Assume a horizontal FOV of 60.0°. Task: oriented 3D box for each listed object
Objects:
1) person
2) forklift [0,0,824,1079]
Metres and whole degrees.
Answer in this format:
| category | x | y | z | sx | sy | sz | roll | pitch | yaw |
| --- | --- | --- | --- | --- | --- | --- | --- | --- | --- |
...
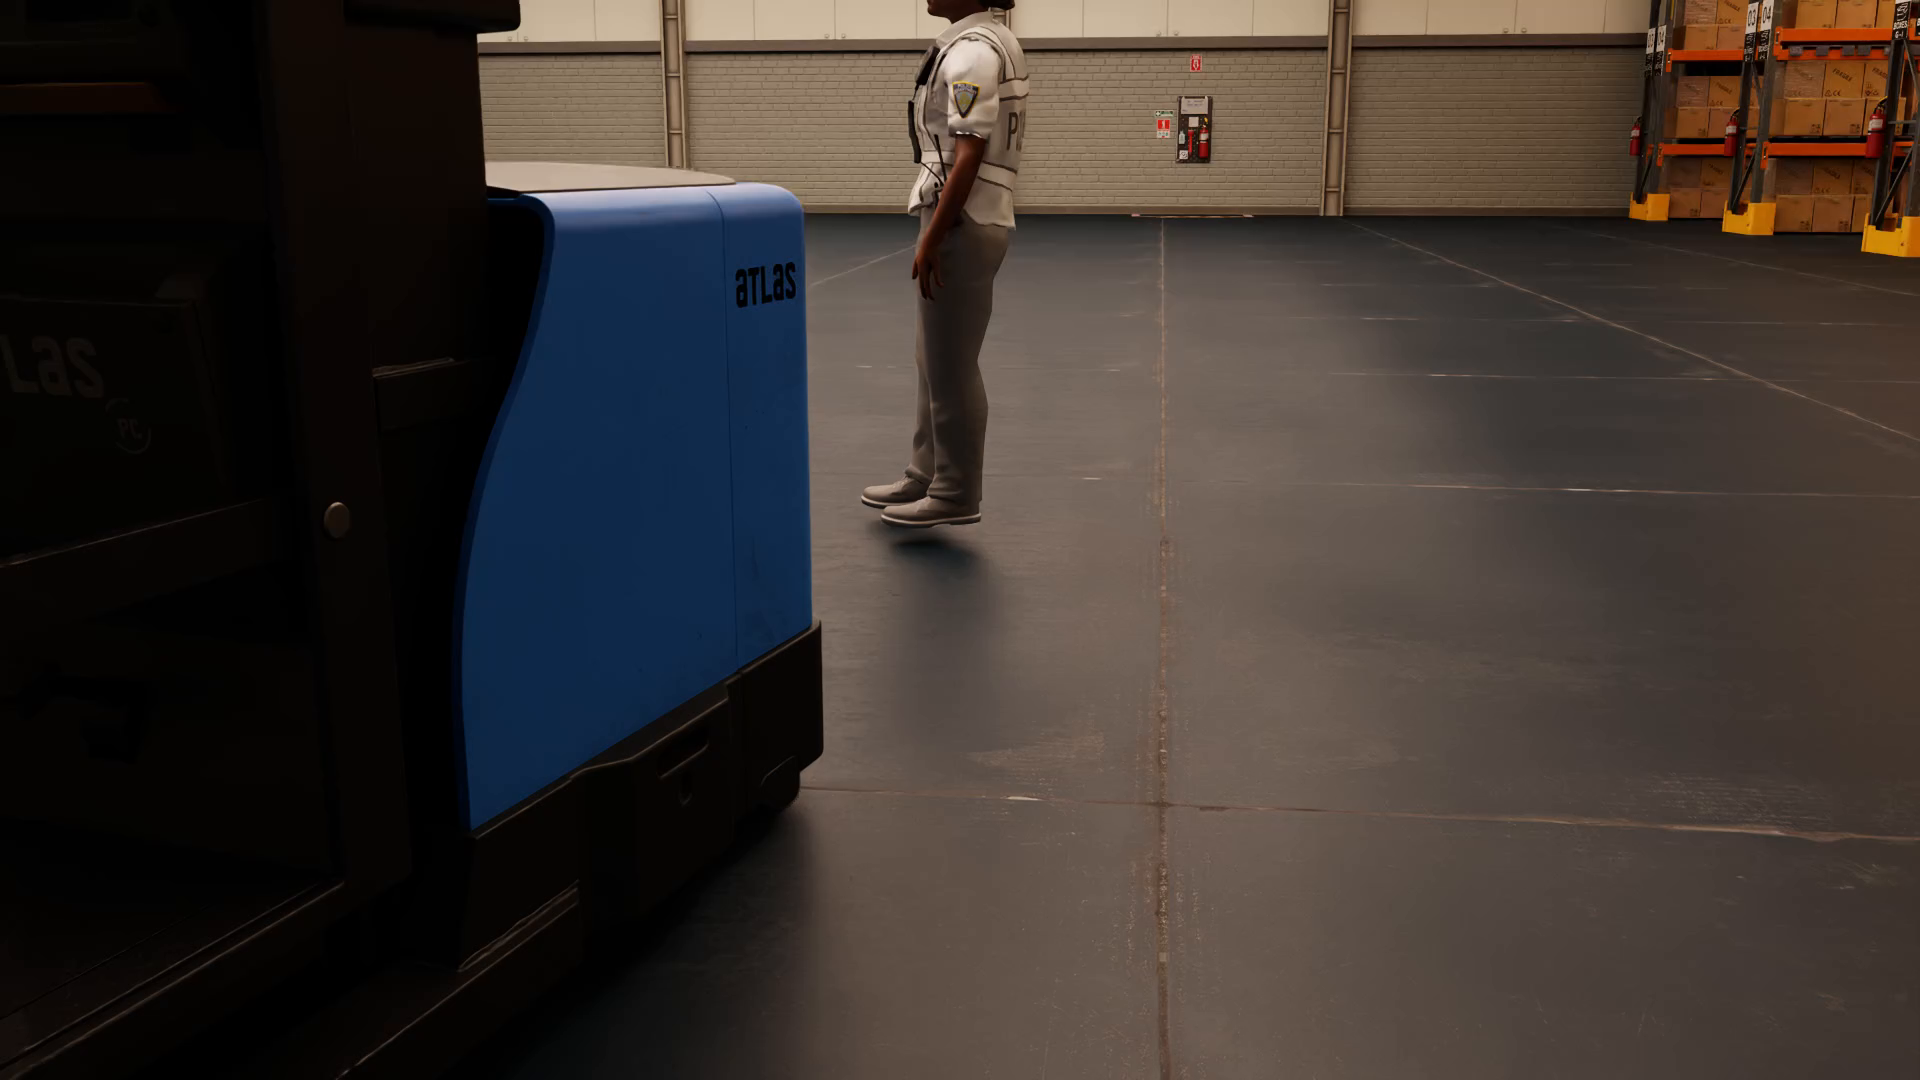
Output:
| category | x | y | z | sx | sy | sz | roll | pitch | yaw |
| --- | --- | --- | --- | --- | --- | --- | --- | --- | --- |
| person | -0.072 | -0.877 | 4.771 | 0.529 | 1.695 | 0.570 | 2 | 13 | 7 |
| forklift | -1.239 | -0.709 | 1.544 | 1.130 | 2.935 | 3.031 | 5 | 14 | 20 |
